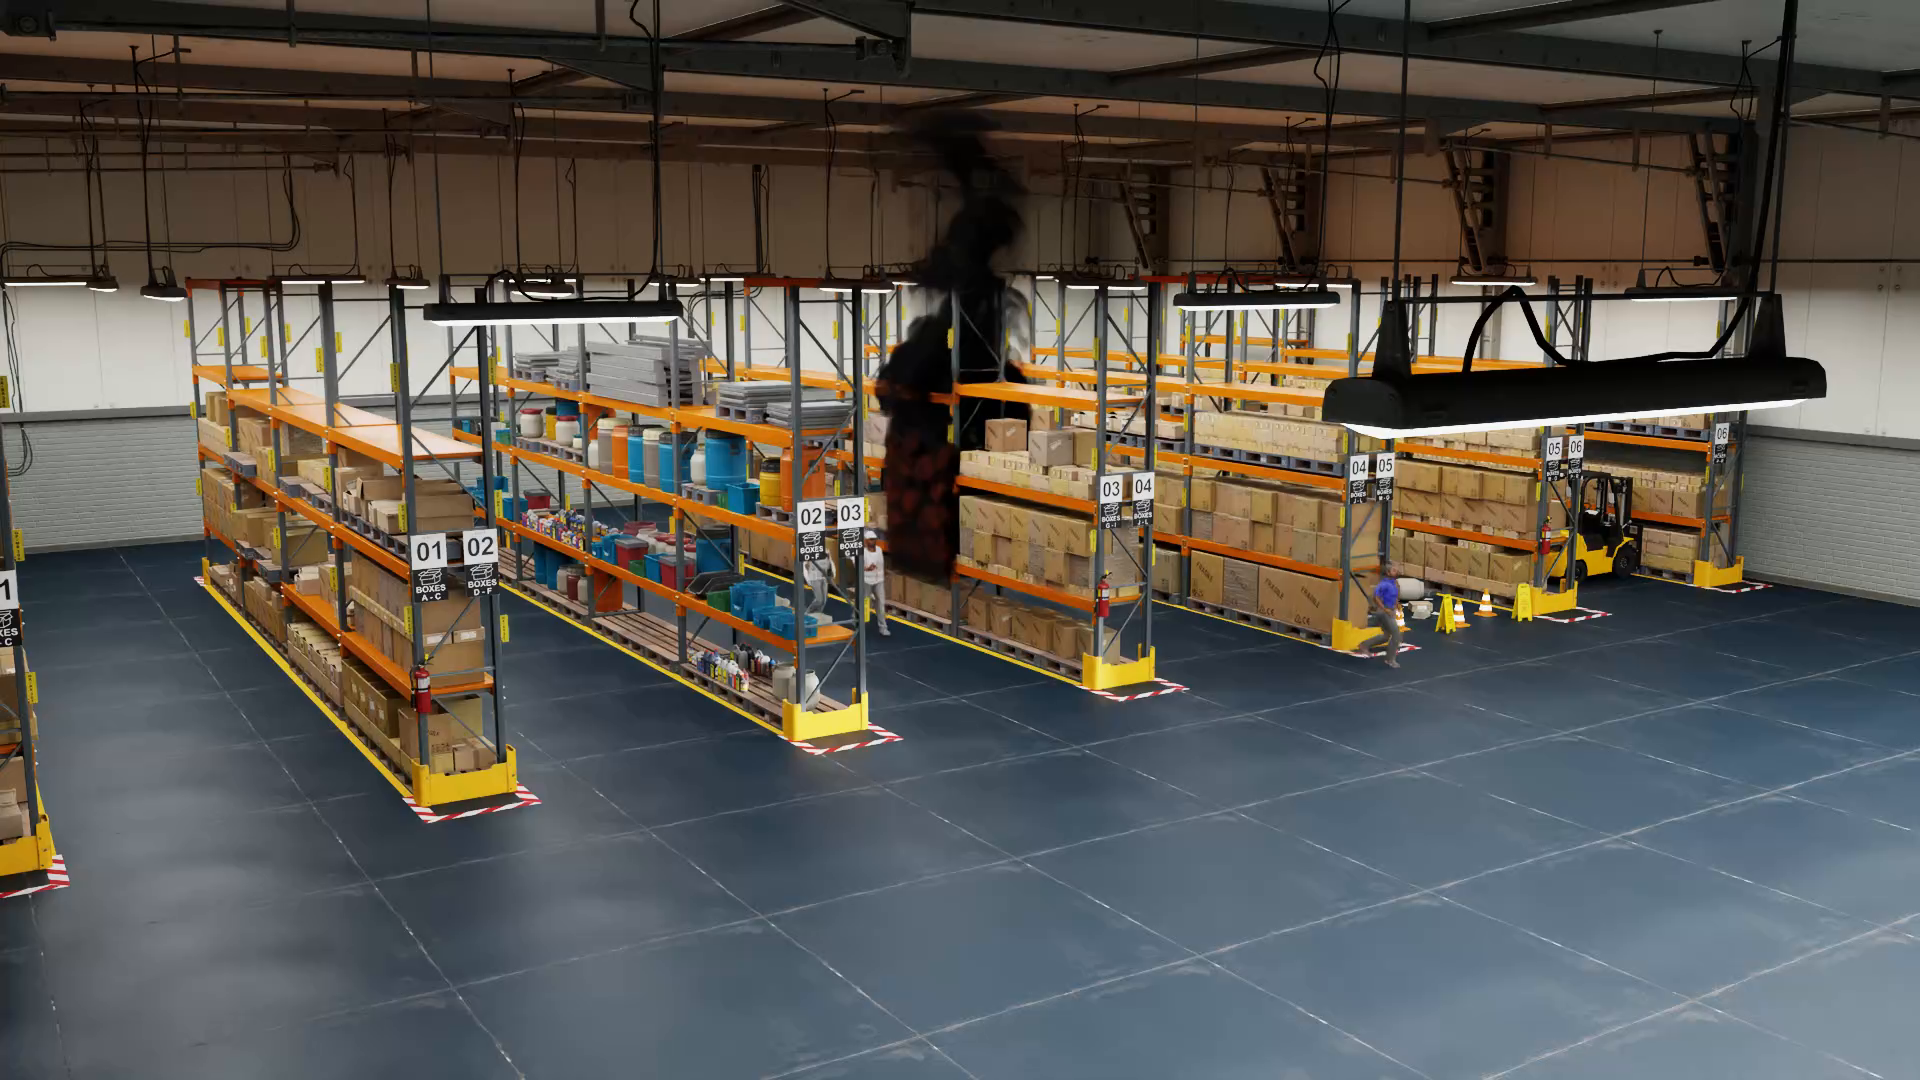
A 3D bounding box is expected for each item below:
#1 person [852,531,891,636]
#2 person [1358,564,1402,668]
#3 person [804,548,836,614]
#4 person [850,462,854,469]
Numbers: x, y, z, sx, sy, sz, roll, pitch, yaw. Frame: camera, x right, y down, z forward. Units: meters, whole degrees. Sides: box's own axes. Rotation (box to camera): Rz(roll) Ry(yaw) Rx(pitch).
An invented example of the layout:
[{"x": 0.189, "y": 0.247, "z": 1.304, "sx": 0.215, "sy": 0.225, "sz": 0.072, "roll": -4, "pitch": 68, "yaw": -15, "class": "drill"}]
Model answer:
[{"x": -1.504, "y": 0.712, "z": 28.329, "sx": 0.703, "sy": 1.745, "sz": 0.987, "roll": -6, "pitch": 11, "yaw": -33, "class": "person"}, {"x": 6.632, "y": 1.178, "z": 26.191, "sx": 0.728, "sy": 1.647, "sz": 0.597, "roll": 5, "pitch": 11, "yaw": 25, "class": "person"}, {"x": -2.412, "y": 0.698, "z": 28.885, "sx": 0.630, "sy": 1.663, "sz": 0.492, "roll": -7, "pitch": 12, "yaw": -37, "class": "person"}, {"x": -2.433, "y": -0.953, "z": 38.403, "sx": 0.682, "sy": 1.832, "sz": 0.842, "roll": -6, "pitch": 11, "yaw": -31, "class": "person"}]
